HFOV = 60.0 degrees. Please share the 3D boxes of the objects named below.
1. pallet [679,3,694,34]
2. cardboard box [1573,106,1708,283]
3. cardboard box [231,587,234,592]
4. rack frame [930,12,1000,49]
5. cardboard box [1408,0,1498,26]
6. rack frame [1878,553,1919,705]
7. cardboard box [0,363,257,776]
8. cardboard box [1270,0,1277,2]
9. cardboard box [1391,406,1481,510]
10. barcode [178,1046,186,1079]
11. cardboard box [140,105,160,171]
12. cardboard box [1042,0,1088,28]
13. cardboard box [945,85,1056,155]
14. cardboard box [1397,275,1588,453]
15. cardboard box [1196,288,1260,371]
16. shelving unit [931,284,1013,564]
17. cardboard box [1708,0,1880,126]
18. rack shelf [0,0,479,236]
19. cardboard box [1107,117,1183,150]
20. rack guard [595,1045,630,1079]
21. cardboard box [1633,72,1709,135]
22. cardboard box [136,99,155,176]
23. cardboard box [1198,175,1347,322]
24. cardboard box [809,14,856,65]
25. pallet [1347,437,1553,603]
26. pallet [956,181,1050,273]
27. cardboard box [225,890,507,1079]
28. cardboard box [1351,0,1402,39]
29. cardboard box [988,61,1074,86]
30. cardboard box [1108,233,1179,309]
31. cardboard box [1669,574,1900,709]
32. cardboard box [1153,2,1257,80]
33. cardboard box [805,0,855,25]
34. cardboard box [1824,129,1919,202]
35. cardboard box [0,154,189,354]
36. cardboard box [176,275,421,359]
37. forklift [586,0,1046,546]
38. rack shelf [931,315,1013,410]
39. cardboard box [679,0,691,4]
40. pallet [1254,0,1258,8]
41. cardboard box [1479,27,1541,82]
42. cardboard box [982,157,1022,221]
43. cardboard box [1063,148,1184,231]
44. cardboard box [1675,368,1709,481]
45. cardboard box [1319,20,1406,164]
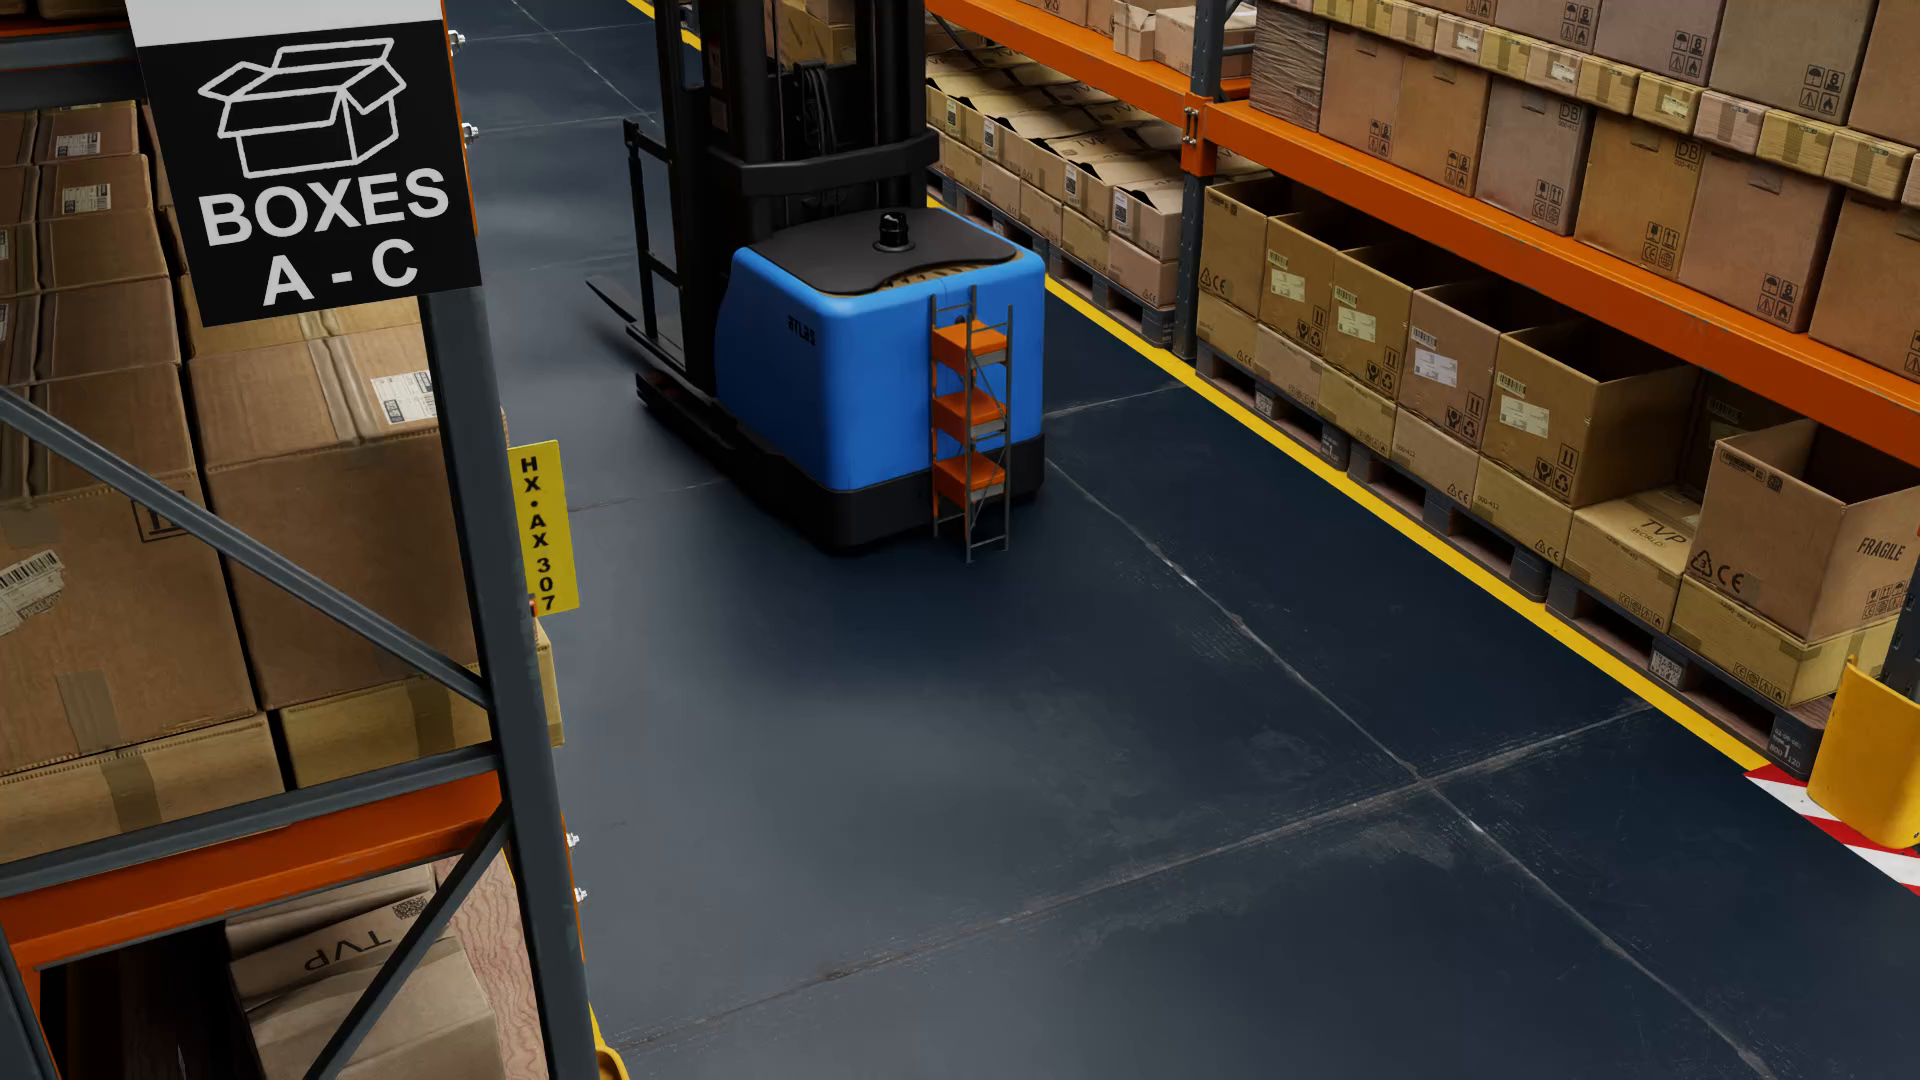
[{"bbox_3d":[-2.177,-4.952,15.366,1.003,0.211,1.213,-13,32,-22],"label":"pallet"},{"bbox_3d":[2.642,-1.268,5.843,0.700,0.500,0.500,-13,32,-22],"label":"cardboard box"},{"bbox_3d":[-1.811,0.141,3.565,0.500,0.250,0.500,-12,31,-21],"label":"cardboard box"},{"bbox_3d":[-0.165,-4.098,10.992,1.000,3.000,0.127,-13,32,-22],"label":"rack frame"},{"bbox_3d":[2.180,-2.302,6.359,0.700,0.500,0.500,-13,32,-22],"label":"cardboard box"},{"bbox_3d":[3.269,-0.564,4.689,1.000,3.000,0.127,-13,32,-22],"label":"rack frame"},{"bbox_3d":[-1.598,0.044,2.972,0.500,0.500,0.500,-13,32,-23],"label":"cardboard box"},{"bbox_3d":[1.492,-2.498,7.373,0.380,0.149,0.250,-13,32,-22],"label":"cardboard box"},{"bbox_3d":[2.117,-0.383,6.748,0.500,0.250,0.500,-13,32,-22],"label":"cardboard box"},{"bbox_3d":[-1.788,1.206,3.823,0.001,0.075,0.075,-13,32,-22],"label":"barcode"},{"bbox_3d":[-2.012,-0.972,4.783,0.500,0.500,0.500,-14,32,-23],"label":"cardboard box"},{"bbox_3d":[0.796,-3.171,9.237,0.500,0.500,0.500,-13,32,-22],"label":"cardboard box"},{"bbox_3d":[0.244,-2.578,10.088,0.500,0.311,0.500,-14,32,-23],"label":"cardboard box"},{"bbox_3d":[2.114,-0.709,6.563,0.500,0.500,0.500,-13,32,-22],"label":"cardboard box"},{"bbox_3d":[1.477,-1.047,7.931,0.500,0.250,0.500,-13,32,-22],"label":"cardboard box"},{"bbox_3d":[0.043,-0.440,6.462,0.215,1.050,0.252,-18,34,-28],"label":"shelving unit"},{"bbox_3d":[2.827,-1.637,5.174,0.700,0.500,0.500,-14,32,-23],"label":"cardboard box"},{"bbox_3d":[-2.062,-1.401,3.849,1.077,0.370,4.000,-13,32,-22],"label":"rack shelf"},{"bbox_3d":[1.166,-2.245,9.495,0.500,0.311,0.500,-14,32,-24],"label":"cardboard box"},{"bbox_3d":[-1.236,1.534,3.503,1.175,0.500,0.348,-13,32,-22],"label":"rack guard"},{"bbox_3d":[2.490,-1.475,5.549,0.380,0.149,0.250,-12,31,-20],"label":"cardboard box"},{"bbox_3d":[-2.907,-1.308,5.383,0.500,0.500,0.500,-14,32,-23],"label":"cardboard box"},{"bbox_3d":[1.468,-1.372,7.744,0.500,0.500,0.500,-13,32,-22],"label":"cardboard box"},{"bbox_3d":[-0.779,-3.564,12.144,0.500,0.500,0.500,-12,31,-20],"label":"cardboard box"},{"bbox_3d":[2.383,-0.215,6.918,1.003,0.211,1.213,-13,32,-22],"label":"pallet"},{"bbox_3d":[0.673,-1.972,10.051,1.003,0.211,1.213,-13,32,-22],"label":"pallet"},{"bbox_3d":[-1.419,1.134,3.960,0.500,0.311,0.500,-17,33,-28],"label":"cardboard box"},{"bbox_3d":[1.826,-2.158,6.767,0.380,0.149,0.250,-13,32,-22],"label":"cardboard box"},{"bbox_3d":[0.511,-2.919,10.697,0.500,0.311,0.500,-14,32,-23],"label":"cardboard box"},{"bbox_3d":[1.112,-1.437,8.628,0.500,0.250,0.500,-13,32,-22],"label":"cardboard box"},{"bbox_3d":[2.772,0.277,5.571,0.500,0.250,0.500,-13,32,-22],"label":"cardboard box"},{"bbox_3d":[1.301,-2.474,8.249,0.500,0.250,0.500,-11,31,-19],"label":"cardboard box"},{"bbox_3d":[-0.807,-3.915,12.004,0.500,0.250,0.500,-12,31,-20],"label":"cardboard box"},{"bbox_3d":[2.819,-1.135,4.942,0.380,0.149,0.250,-12,32,-21],"label":"cardboard box"},{"bbox_3d":[-2.247,-0.631,4.174,0.500,0.500,0.500,-13,32,-21],"label":"cardboard box"},{"bbox_3d":[-1.340,-0.287,3.562,0.500,0.500,0.500,-13,32,-22],"label":"cardboard box"},{"bbox_3d":[-0.868,-1.932,7.199,1.130,2.935,3.031,-18,34,-28],"label":"forklift"},{"bbox_3d":[0.043,-0.679,6.328,0.215,0.259,0.240,-18,34,-28],"label":"rack shelf"},{"bbox_3d":[-2.383,-5.159,14.989,0.500,0.500,0.500,-13,32,-22],"label":"cardboard box"},{"bbox_3d":[3.414,-4.798,15.091,1.003,0.211,1.213,-13,32,-22],"label":"pallet"},{"bbox_3d":[2.160,-1.815,6.154,0.380,0.149,0.250,-13,32,-22],"label":"cardboard box"},{"bbox_3d":[0.459,-2.112,9.832,0.500,0.250,0.500,-12,32,-21],"label":"cardboard box"},{"bbox_3d":[0.890,-1.907,8.892,0.500,0.311,0.500,-12,32,-21],"label":"cardboard box"},{"bbox_3d":[2.797,-0.597,6.364,0.500,0.500,0.500,-13,32,-22],"label":"cardboard box"},{"bbox_3d":[1.980,-1.948,7.056,0.700,0.500,0.500,-13,32,-22],"label":"cardboard box"}]
